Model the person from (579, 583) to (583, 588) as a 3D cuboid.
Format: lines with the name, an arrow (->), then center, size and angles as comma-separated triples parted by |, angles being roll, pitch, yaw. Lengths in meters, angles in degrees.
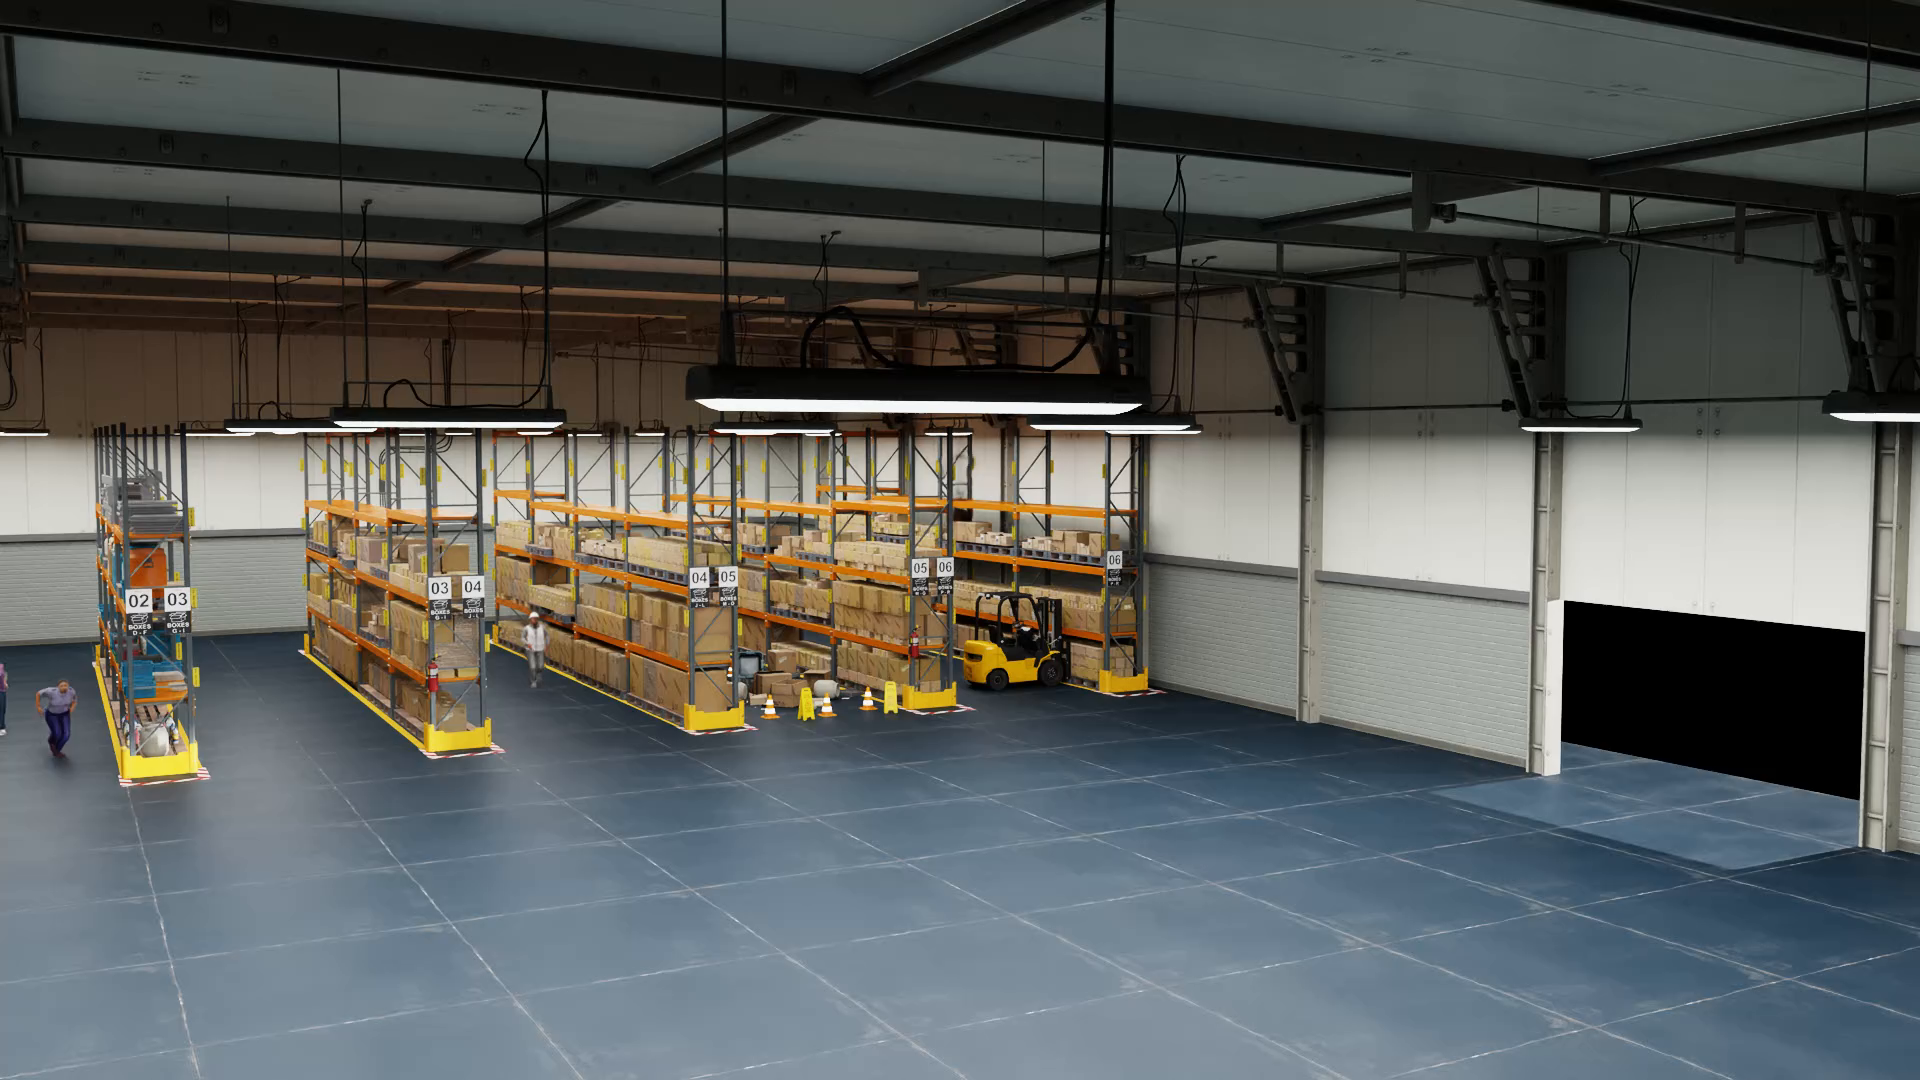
person -> -10.582, 2.059, 46.764 | 0.742, 1.686, 0.634 | -2, 4, -30

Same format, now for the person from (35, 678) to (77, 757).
person -> -16.167, 3.193, 29.771 | 0.790, 1.455, 0.632 | 3, 5, 43

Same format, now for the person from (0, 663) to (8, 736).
person -> -18.760, 2.975, 32.305 | 0.848, 1.599, 0.521 | 3, 5, 41

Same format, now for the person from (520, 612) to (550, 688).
person -> -9.805, 2.536, 38.425 | 0.687, 1.735, 0.603 | -2, 4, -24
